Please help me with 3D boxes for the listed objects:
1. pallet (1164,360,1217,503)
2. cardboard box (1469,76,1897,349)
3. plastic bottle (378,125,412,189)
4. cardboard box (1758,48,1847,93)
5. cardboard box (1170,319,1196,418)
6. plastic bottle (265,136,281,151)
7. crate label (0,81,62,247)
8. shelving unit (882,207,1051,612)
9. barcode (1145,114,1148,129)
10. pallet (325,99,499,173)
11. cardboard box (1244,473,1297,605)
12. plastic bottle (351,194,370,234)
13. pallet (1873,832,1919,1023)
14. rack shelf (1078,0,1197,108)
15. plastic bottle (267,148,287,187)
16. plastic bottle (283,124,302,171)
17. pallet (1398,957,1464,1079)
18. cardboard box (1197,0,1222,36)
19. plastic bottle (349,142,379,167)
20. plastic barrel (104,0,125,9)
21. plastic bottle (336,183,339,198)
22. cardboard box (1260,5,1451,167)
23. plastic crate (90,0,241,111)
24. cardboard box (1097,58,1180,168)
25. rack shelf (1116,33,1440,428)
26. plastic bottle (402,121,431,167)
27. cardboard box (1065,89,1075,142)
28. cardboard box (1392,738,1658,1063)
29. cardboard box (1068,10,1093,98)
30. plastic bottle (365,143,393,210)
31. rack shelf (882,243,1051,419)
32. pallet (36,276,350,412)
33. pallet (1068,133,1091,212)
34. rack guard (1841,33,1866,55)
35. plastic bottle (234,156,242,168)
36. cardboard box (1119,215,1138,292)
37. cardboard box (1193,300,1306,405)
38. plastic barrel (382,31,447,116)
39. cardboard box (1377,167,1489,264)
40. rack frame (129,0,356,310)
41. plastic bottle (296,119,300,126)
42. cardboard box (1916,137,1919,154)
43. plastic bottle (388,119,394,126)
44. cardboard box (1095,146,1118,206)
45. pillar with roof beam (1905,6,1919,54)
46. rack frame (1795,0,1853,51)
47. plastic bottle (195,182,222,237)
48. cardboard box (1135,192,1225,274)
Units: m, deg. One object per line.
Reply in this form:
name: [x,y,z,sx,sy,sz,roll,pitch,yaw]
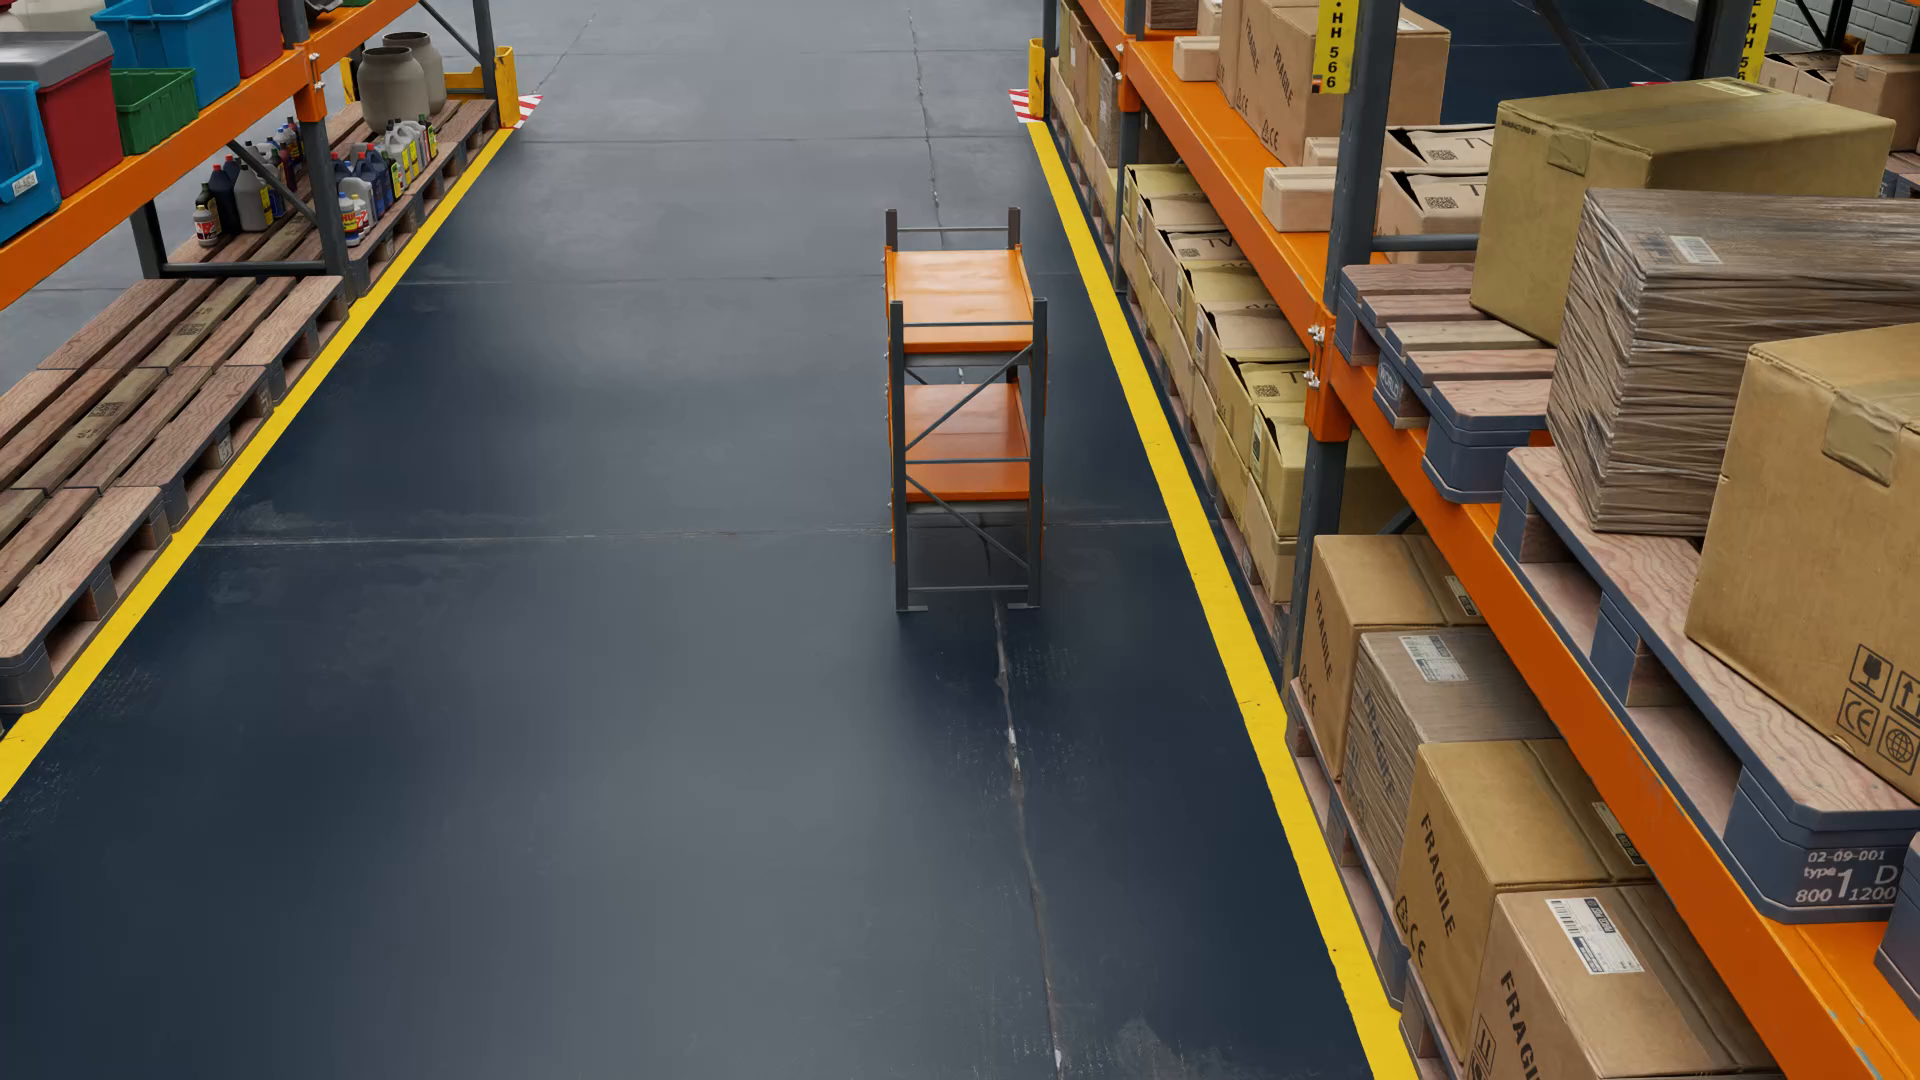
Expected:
pallet: [1.455,-0.519,7.016,1.003,0.211,1.213,-1,28,-3]
cardboard box: [1.666,-0.754,3.890,0.700,0.500,0.500,-11,29,-20]
plastic bottle: [-3.295,-2.228,9.667,0.144,0.351,0.185,-2,28,-3]
cardboard box: [5.995,-3.309,11.782,0.500,0.311,0.500,-4,28,-8]
cardboard box: [1.166,-0.724,6.913,0.500,0.250,0.500,-1,28,-2]
plastic bottle: [-4.027,-2.231,9.758,0.097,0.271,0.097,0,28,0]
crate label: [-3.208,-1.175,5.221,0.502,0.435,0.616,-1,28,-3]
shelving unit: [0.000,-0.496,5.984,0.538,1.125,1.048,-1,28,-3]
barcode: [0.909,-2.044,8.114,0.001,0.075,0.075,-1,28,-3]
pallet: [-3.756,-2.743,11.280,1.003,0.211,1.213,-1,28,-3]
cardboard box: [1.249,-0.016,5.556,0.500,0.250,0.500,-1,28,-1]
plastic bottle: [-3.225,-1.747,8.906,0.097,0.201,0.097,0,28,0]
pallet: [1.796,0.749,1.778,1.003,0.211,1.213,-1,28,-3]
rack shelf: [1.207,-3.264,10.042,1.077,0.370,4.000,-1,28,-3]
plastic bottle: [-3.883,-2.074,9.445,0.061,0.283,0.133,-1,28,-3]
plastic bottle: [-4.043,-2.371,10.026,0.097,0.271,0.097,0,28,0]
pallet: [1.582,1.332,3.467,1.003,0.211,1.213,-1,28,-3]
cardboard box: [1.381,-2.366,7.705,0.500,0.250,0.500,0,28,1]
plastic bottle: [-3.442,-2.180,9.655,0.152,0.276,0.135,-1,28,-3]
plastic barrel: [-3.918,-2.578,7.406,0.600,0.901,0.708,-1,28,-3]
plastic bottle: [-3.365,-1.835,8.987,0.061,0.283,0.133,-1,28,-3]
cardboard box: [1.416,-1.631,6.025,0.500,0.500,0.500,-3,28,-5]
plastic crate: [-3.267,-2.032,6.920,0.392,0.384,0.575,-1,28,-3]
cardboard box: [1.054,-2.399,9.314,0.500,0.500,0.500,-1,28,-3]
rack shelf: [1.416,-1.416,6.500,1.077,0.370,4.000,-1,28,-3]
plastic bottle: [-3.325,-2.421,10.118,0.152,0.276,0.135,-1,28,-2]
cardboard box: [0.964,-2.758,10.815,0.500,0.250,0.500,-1,28,-3]
cardboard box: [1.313,0.792,3.715,0.500,0.500,0.500,-2,28,-3]
cardboard box: [0.975,-3.091,10.642,0.500,0.500,0.500,-1,28,-3]
plastic bottle: [-3.273,-2.032,9.290,0.144,0.351,0.185,-3,28,-5]
rack shelf: [0.000,-0.755,5.849,0.538,0.278,1.000,-1,28,-3]
pallet: [-3.556,-0.943,7.830,1.003,0.211,1.213,-1,28,-3]
pallet: [1.245,-2.356,10.538,1.003,0.211,1.213,-1,28,-3]
rack guard: [6.053,-3.484,12.390,1.175,0.500,0.348,-1,28,-3]
plastic bottle: [-4.017,-1.985,9.274,0.061,0.283,0.133,0,28,1]
cardboard box: [1.085,-1.434,8.275,0.500,0.250,0.500,-2,28,-4]
cardboard box: [1.190,-0.736,6.331,0.500,0.311,0.500,-2,28,-3]
plastic barrel: [-3.734,-3.169,11.319,0.421,0.512,0.421,0,28,0]
cardboard box: [1.545,-0.941,4.907,0.500,0.311,0.500,0,28,1]
rack frame: [-3.636,-2.541,7.878,1.000,3.000,0.127,-1,28,-3]
plastic bottle: [-4.061,-2.529,10.330,0.097,0.271,0.097,0,28,0]
cardboard box: [6.194,-2.450,10.312,0.380,0.149,0.250,-4,28,-7]
plastic bottle: [-3.431,-2.422,10.111,0.061,0.283,0.133,-1,28,-3]
cardboard box: [1.053,-2.066,9.487,0.500,0.250,0.500,-1,28,-3]
pillar with roof beam: [2.650,-6.881,9.712,9.100,9.000,0.400,-1,28,-3]
rack frame: [6.049,-4.628,11.879,1.000,3.000,0.127,-1,28,-3]
plastic bottle: [-3.990,-1.746,8.816,0.061,0.283,0.133,0,28,0]
cardboard box: [1.105,-1.446,7.693,0.500,0.311,0.500,-2,28,-3]
